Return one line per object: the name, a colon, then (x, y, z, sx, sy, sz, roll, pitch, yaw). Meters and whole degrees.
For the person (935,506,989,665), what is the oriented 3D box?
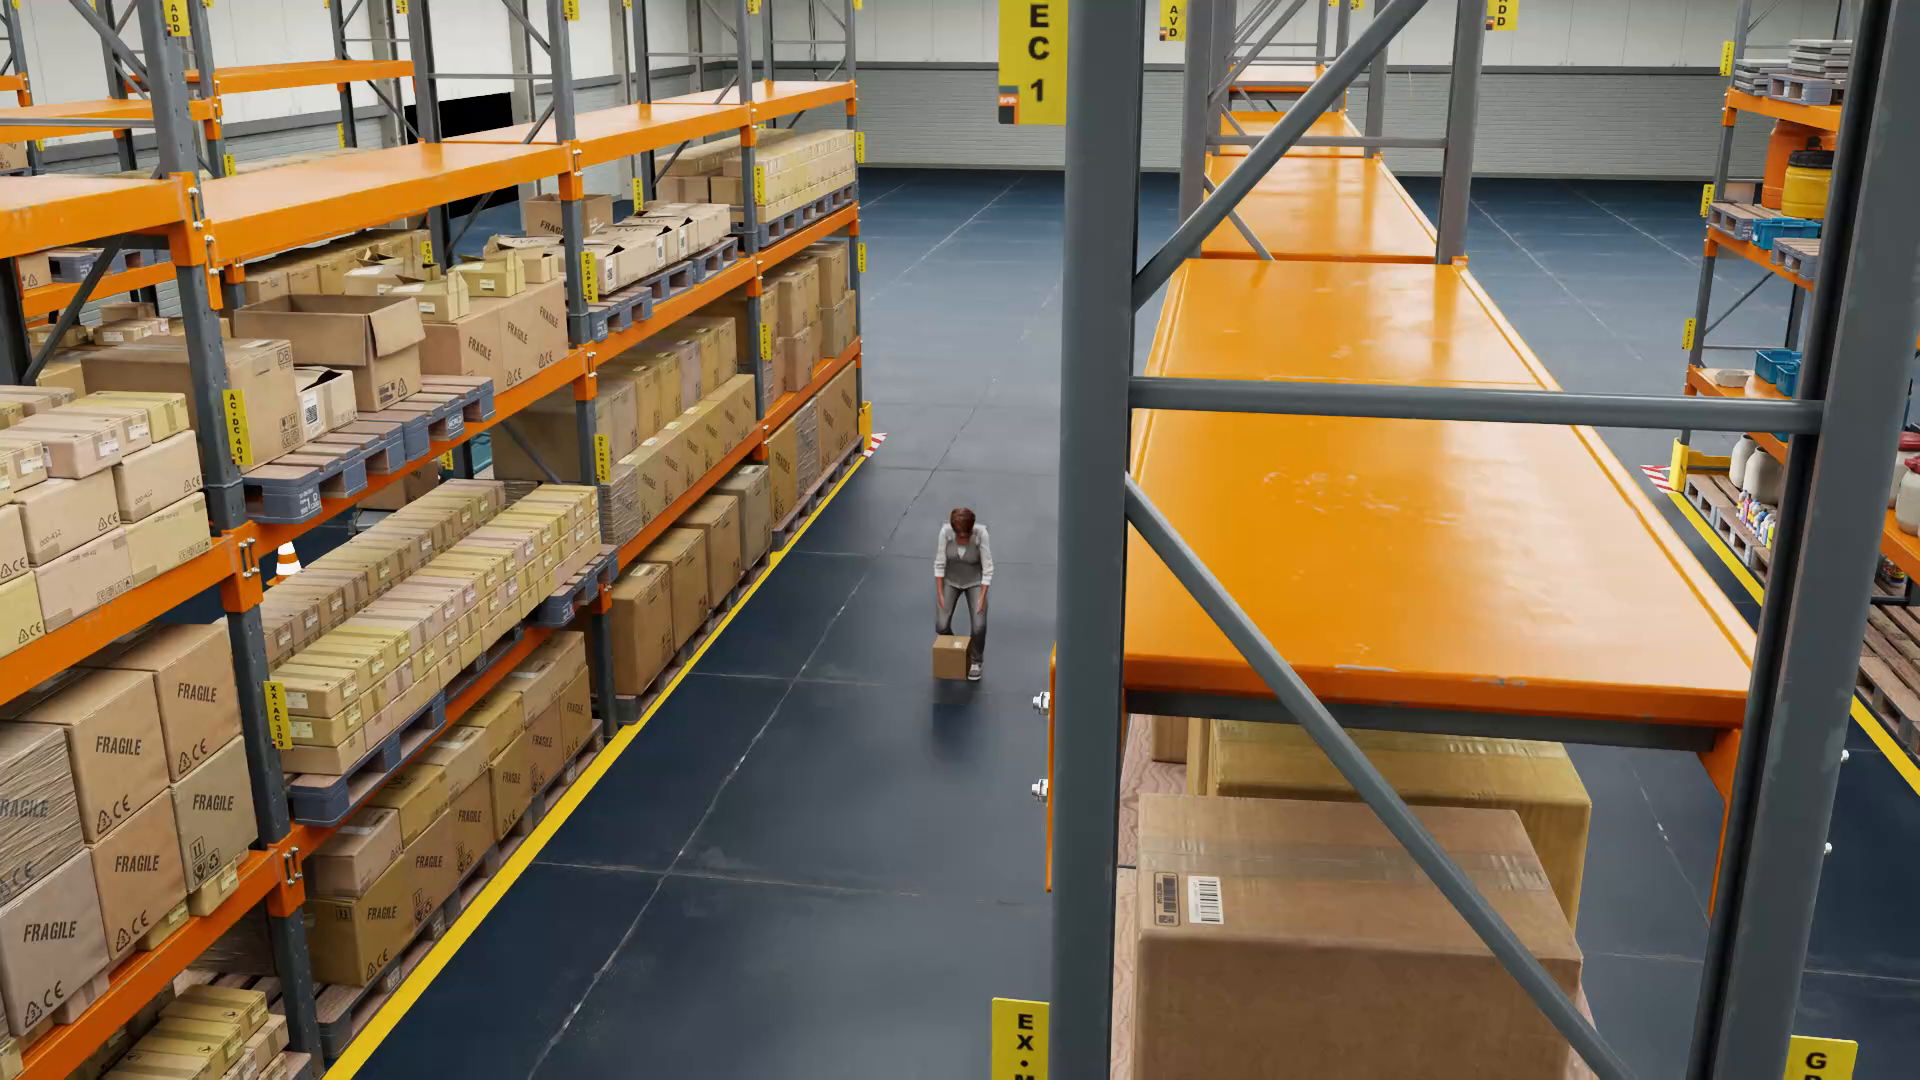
person: (0.034, 0.348, 12.614, 0.439, 1.332, 0.560, 3, 18, 9)
